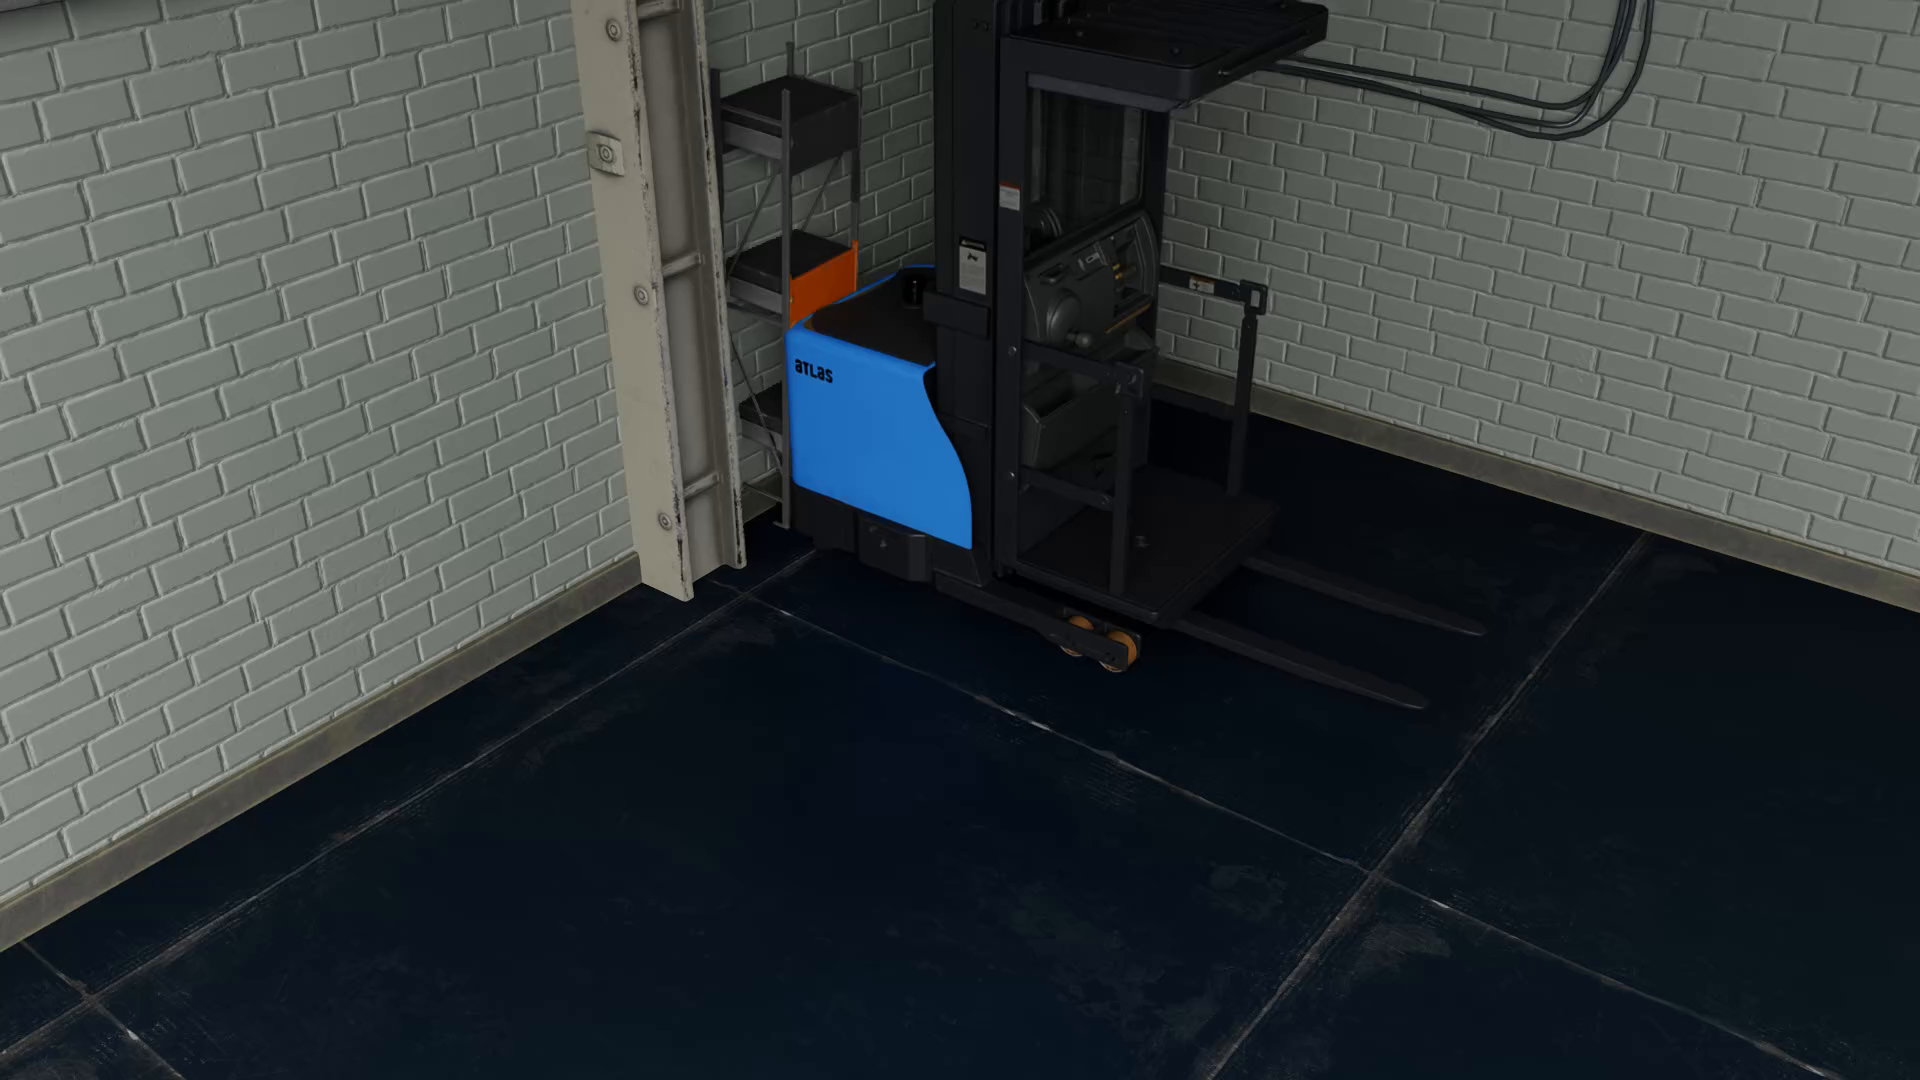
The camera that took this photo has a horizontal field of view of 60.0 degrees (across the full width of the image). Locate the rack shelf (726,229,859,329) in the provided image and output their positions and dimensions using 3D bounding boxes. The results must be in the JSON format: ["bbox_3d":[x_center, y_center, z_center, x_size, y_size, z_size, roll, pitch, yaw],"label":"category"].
[{"bbox_3d":[-0.773,-1.084,7.477,0.431,0.518,0.480,23,38,26],"label":"rack shelf"}]

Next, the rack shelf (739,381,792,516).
[{"bbox_3d":[-0.813,-0.505,7.867,0.431,0.518,0.480,23,38,26],"label":"rack shelf"}]

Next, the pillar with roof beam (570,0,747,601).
[{"bbox_3d":[2.225,-2.403,2.978,9.100,9.000,0.400,21,37,31],"label":"pillar with roof beam"}]

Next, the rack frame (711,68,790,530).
[{"bbox_3d":[-0.907,-0.989,7.296,0.400,2.100,0.015,23,38,26],"label":"rack frame"}]

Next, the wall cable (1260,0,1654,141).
[{"bbox_3d":[1.626,-3.182,7.339,3.097,2.526,0.112,21,37,31],"label":"wall cable"}]

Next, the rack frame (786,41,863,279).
[{"bbox_3d":[-0.637,-1.203,7.642,0.400,2.100,0.015,23,38,26],"label":"rack frame"}]

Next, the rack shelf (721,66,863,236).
[{"bbox_3d":[-0.733,-1.664,7.087,0.431,0.518,0.480,23,38,26],"label":"rack shelf"}]

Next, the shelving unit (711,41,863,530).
[{"bbox_3d":[-0.772,-1.096,7.469,0.431,2.100,0.503,23,38,26],"label":"shelving unit"}]

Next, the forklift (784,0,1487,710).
[{"bbox_3d":[0.709,-1.026,6.607,3.031,2.935,1.130,20,36,30],"label":"forklift"}]
